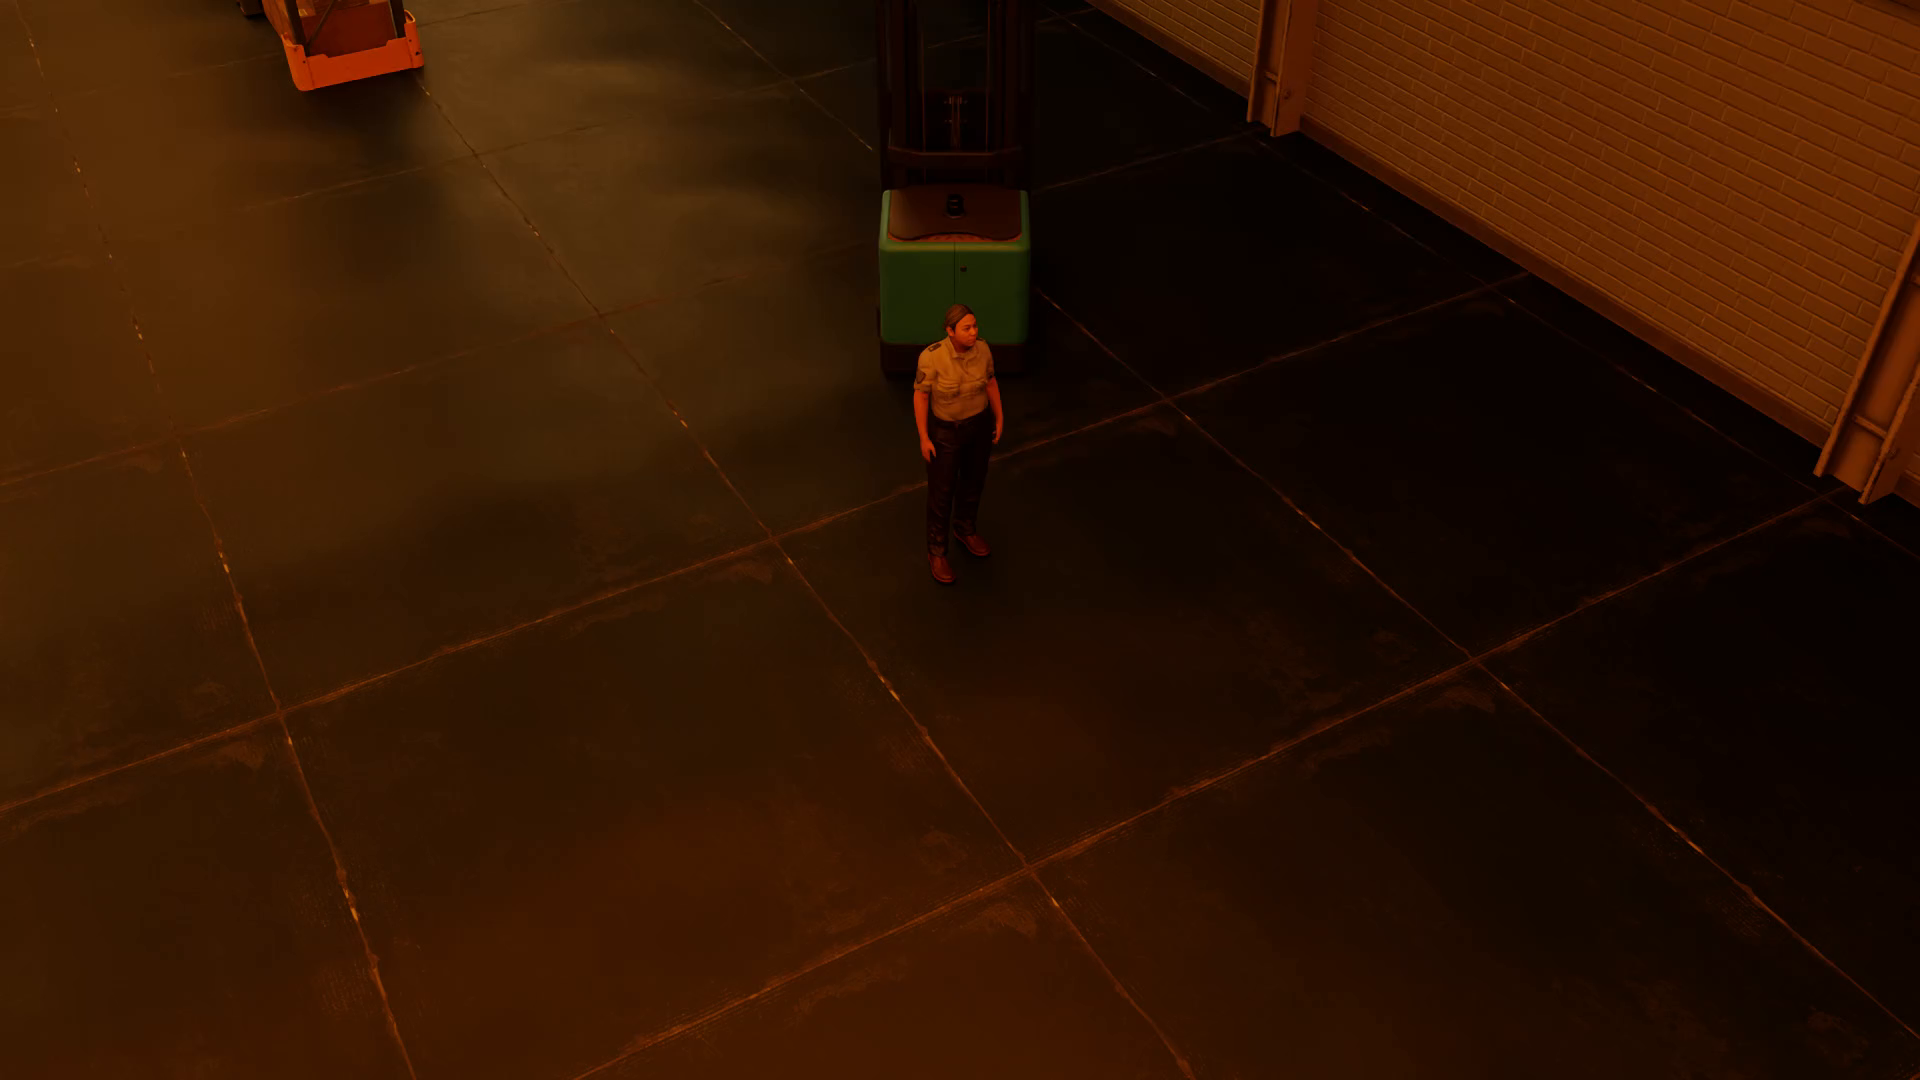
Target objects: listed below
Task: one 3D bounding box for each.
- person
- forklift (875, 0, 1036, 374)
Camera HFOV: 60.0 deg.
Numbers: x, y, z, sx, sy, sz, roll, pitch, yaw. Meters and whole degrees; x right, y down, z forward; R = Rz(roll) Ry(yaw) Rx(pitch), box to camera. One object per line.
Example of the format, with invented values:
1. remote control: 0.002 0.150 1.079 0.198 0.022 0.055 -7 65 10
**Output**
1. person: 0.025 -0.583 9.733 0.599 1.650 0.503 -20 44 -23
2. forklift: -0.029 -3.203 11.897 1.130 2.935 3.031 0 40 0
